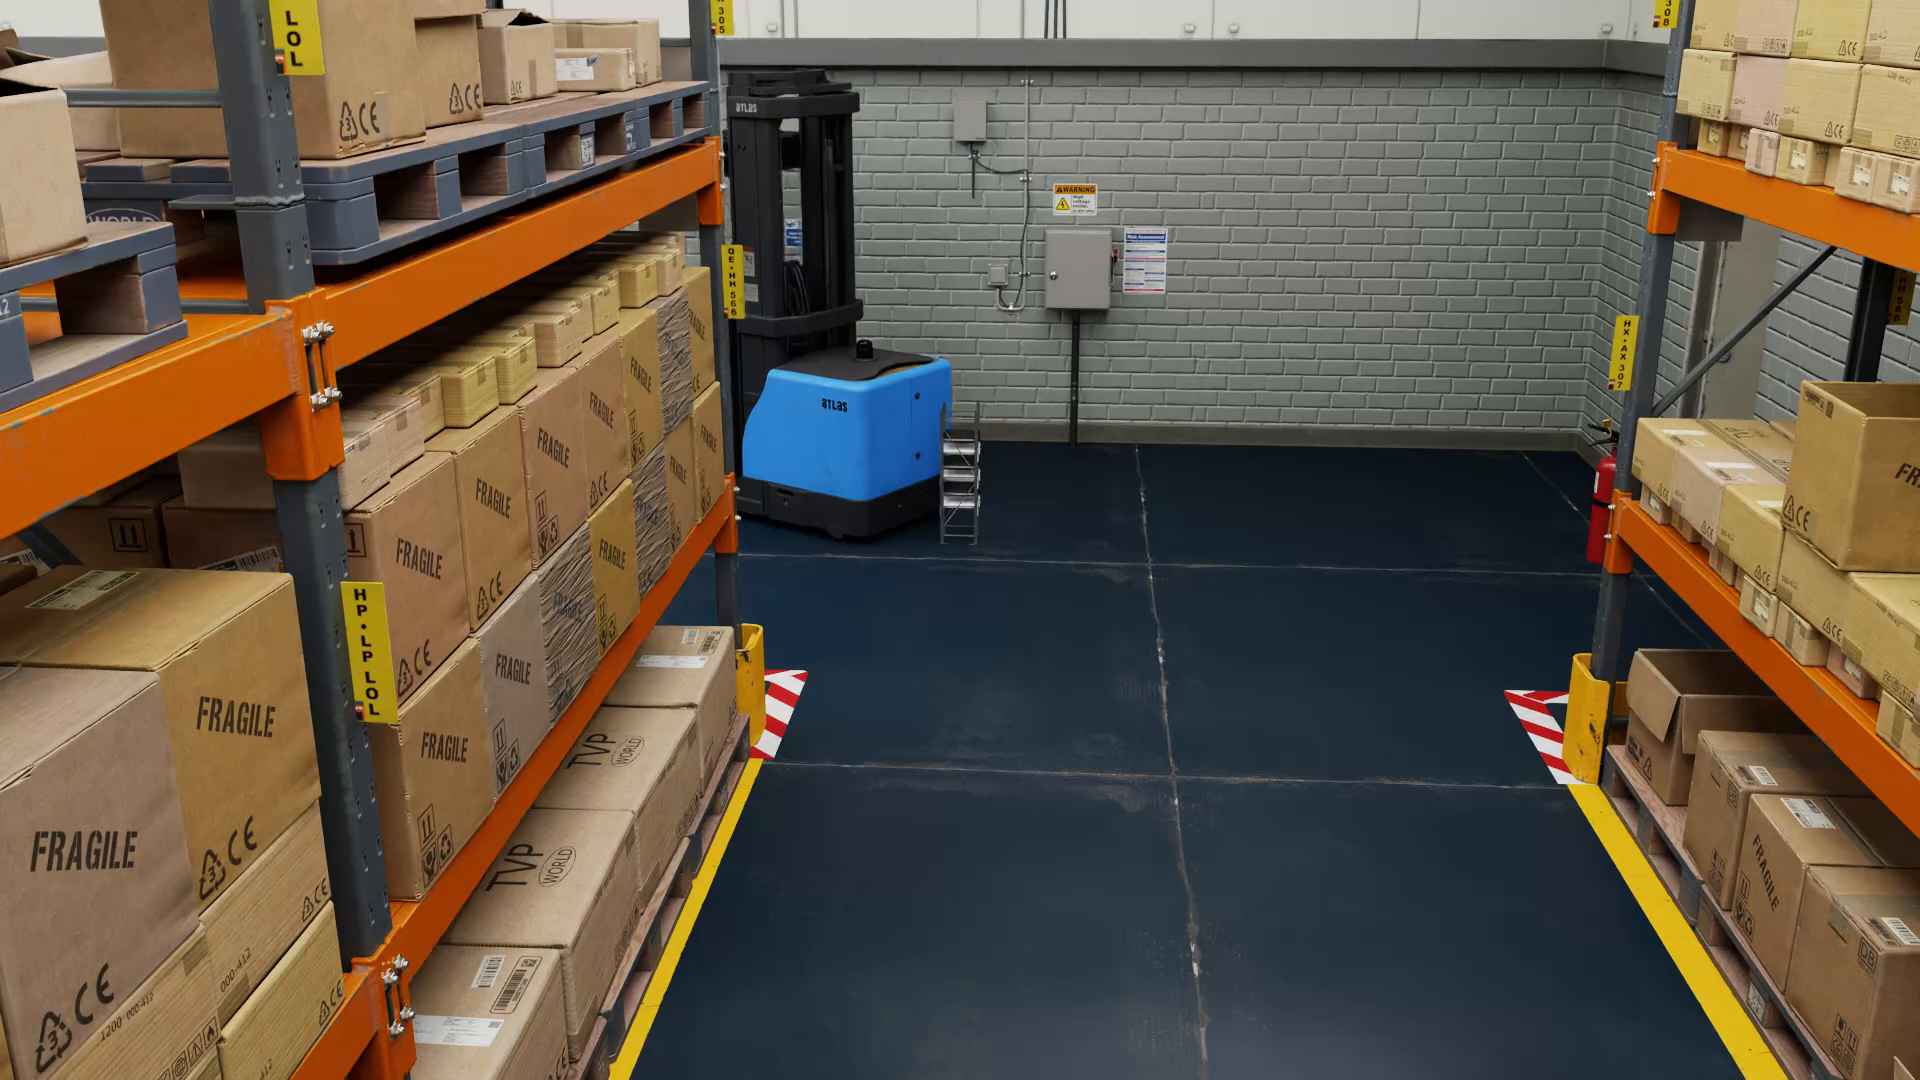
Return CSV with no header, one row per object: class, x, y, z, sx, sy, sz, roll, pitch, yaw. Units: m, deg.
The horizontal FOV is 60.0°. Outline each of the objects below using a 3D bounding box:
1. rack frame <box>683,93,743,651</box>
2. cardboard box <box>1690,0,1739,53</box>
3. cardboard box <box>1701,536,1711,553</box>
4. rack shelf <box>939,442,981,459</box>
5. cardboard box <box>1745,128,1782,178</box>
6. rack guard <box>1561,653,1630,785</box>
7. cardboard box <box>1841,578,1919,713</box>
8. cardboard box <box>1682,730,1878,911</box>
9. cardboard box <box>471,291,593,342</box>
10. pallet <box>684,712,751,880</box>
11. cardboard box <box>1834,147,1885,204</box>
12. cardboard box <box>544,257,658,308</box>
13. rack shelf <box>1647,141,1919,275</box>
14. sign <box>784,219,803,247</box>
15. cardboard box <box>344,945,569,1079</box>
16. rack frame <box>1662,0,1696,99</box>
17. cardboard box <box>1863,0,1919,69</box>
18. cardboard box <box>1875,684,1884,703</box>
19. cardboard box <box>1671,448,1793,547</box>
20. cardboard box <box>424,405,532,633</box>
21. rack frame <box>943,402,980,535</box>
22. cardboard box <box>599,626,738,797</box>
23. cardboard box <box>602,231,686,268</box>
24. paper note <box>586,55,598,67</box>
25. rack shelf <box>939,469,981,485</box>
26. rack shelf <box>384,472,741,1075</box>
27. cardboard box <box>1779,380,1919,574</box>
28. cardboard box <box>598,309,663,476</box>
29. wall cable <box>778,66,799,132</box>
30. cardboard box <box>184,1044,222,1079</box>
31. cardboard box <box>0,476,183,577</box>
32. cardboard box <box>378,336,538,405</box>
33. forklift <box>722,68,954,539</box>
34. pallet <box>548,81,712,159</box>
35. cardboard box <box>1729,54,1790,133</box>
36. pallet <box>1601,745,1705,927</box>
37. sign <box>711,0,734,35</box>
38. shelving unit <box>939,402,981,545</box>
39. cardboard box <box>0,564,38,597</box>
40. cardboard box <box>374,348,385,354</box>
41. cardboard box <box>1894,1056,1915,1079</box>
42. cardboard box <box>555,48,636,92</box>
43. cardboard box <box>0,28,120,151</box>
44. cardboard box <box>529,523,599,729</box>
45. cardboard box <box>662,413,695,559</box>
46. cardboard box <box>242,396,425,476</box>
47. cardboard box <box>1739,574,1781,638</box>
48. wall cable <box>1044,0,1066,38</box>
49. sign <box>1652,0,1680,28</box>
rack frame,-1.544,-0.493,7.609,1.000,3.000,0.127,1,18,4
cardboard box,3.125,-1.984,6.303,0.500,0.250,0.500,1,18,3
cardboard box,3.154,-0.005,6.525,0.380,0.149,0.250,1,18,3
rack shelf,0.001,-0.570,10.745,0.258,0.077,0.200,1,18,4
cardboard box,3.004,-1.359,5.839,0.380,0.149,0.250,2,18,5
rack guard,3.402,0.828,7.592,1.175,0.500,0.348,1,18,4
cardboard box,2.984,0.315,4.907,0.500,0.250,0.500,1,18,4
cardboard box,3.169,1.058,6.218,0.700,0.500,0.500,2,18,6
cardboard box,-1.444,-0.729,5.523,0.380,0.149,0.250,2,18,6
pallet,-1.523,1.083,7.280,1.003,0.211,1.213,1,18,4
cardboard box,2.946,-1.121,5.114,0.380,0.149,0.250,1,18,4
cardboard box,-1.358,-0.969,6.255,0.380,0.149,0.250,2,18,5
rack shelf,3.264,-0.845,5.024,1.077,0.370,4.000,1,18,4
sign,-1.207,-2.393,12.975,0.327,0.218,0.001,1,18,4
cardboard box,-1.679,1.575,4.739,0.875,0.438,0.875,1,18,3
rack frame,3.407,-3.234,6.341,1.000,3.000,0.127,1,18,4
cardboard box,3.021,-1.512,4.862,0.500,0.250,0.500,2,18,5
cardboard box,3.049,0.473,5.066,0.380,0.149,0.250,2,18,5
cardboard box,3.070,-0.162,6.362,0.500,0.250,0.500,1,18,5
cardboard box,-1.512,-0.072,4.560,0.500,0.500,0.500,1,18,3
rack frame,0.008,-0.462,10.887,0.240,0.900,0.006,1,18,4
cardboard box,-1.491,0.733,7.311,0.875,0.438,0.875,1,18,2
cardboard box,-1.370,-1.208,6.983,0.380,0.149,0.250,2,18,5
paper note,-1.114,-1.454,5.046,0.006,0.032,0.123,1,18,4
rack shelf,0.001,-0.398,10.801,0.258,0.077,0.200,1,18,4
rack shelf,-1.687,0.470,5.826,1.077,0.370,4.000,1,18,4
cardboard box,2.999,-0.209,5.302,0.500,0.500,0.500,2,18,5
cardboard box,-1.388,-0.544,5.999,0.500,0.500,0.500,1,18,4
wall cable,-1.163,-2.742,12.792,0.585,1.953,0.123,1,18,4
cardboard box,-1.649,1.124,2.916,0.500,0.250,0.500,1,18,3
cardboard box,-2.072,0.074,4.113,0.500,0.500,0.500,1,18,3
cardboard box,-1.444,-0.492,4.798,0.380,0.149,0.250,1,18,2
forklift,-1.530,-1.742,11.533,3.031,2.935,1.130,13,22,34
pallet,-1.587,-1.645,6.452,1.003,0.211,1.213,1,18,4
cardboard box,3.087,-1.589,5.900,0.500,0.250,0.500,2,18,5
pallet,3.346,1.213,6.881,1.003,0.211,1.213,1,18,4
sign,-1.004,-2.285,6.967,0.100,0.325,0.005,1,18,4
shelving unit,0.001,-0.430,10.791,0.258,0.900,0.210,1,18,4
cardboard box,-2.149,0.357,3.249,0.500,0.500,0.500,1,18,5
cardboard box,-1.971,-0.580,5.067,0.380,0.149,0.250,1,18,3
cardboard box,2.893,1.668,4.730,0.396,0.266,0.258,2,18,6
cardboard box,-1.437,-1.772,6.265,0.380,0.149,0.250,0,18,0
cardboard box,-2.104,-1.065,3.918,0.396,0.266,0.258,2,18,6
cardboard box,-1.454,0.252,5.177,0.500,0.500,0.500,1,18,4
cardboard box,-1.365,-0.229,6.644,0.500,0.500,0.500,1,18,3
cardboard box,-1.547,-0.253,4.071,0.380,0.149,0.250,2,18,5
cardboard box,2.968,0.231,5.803,0.380,0.149,0.250,1,18,2
wall cable,2.109,-5.043,11.801,2.988,3.039,0.133,1,18,4
sign,2.866,-2.236,6.708,0.100,0.325,0.005,1,18,4
